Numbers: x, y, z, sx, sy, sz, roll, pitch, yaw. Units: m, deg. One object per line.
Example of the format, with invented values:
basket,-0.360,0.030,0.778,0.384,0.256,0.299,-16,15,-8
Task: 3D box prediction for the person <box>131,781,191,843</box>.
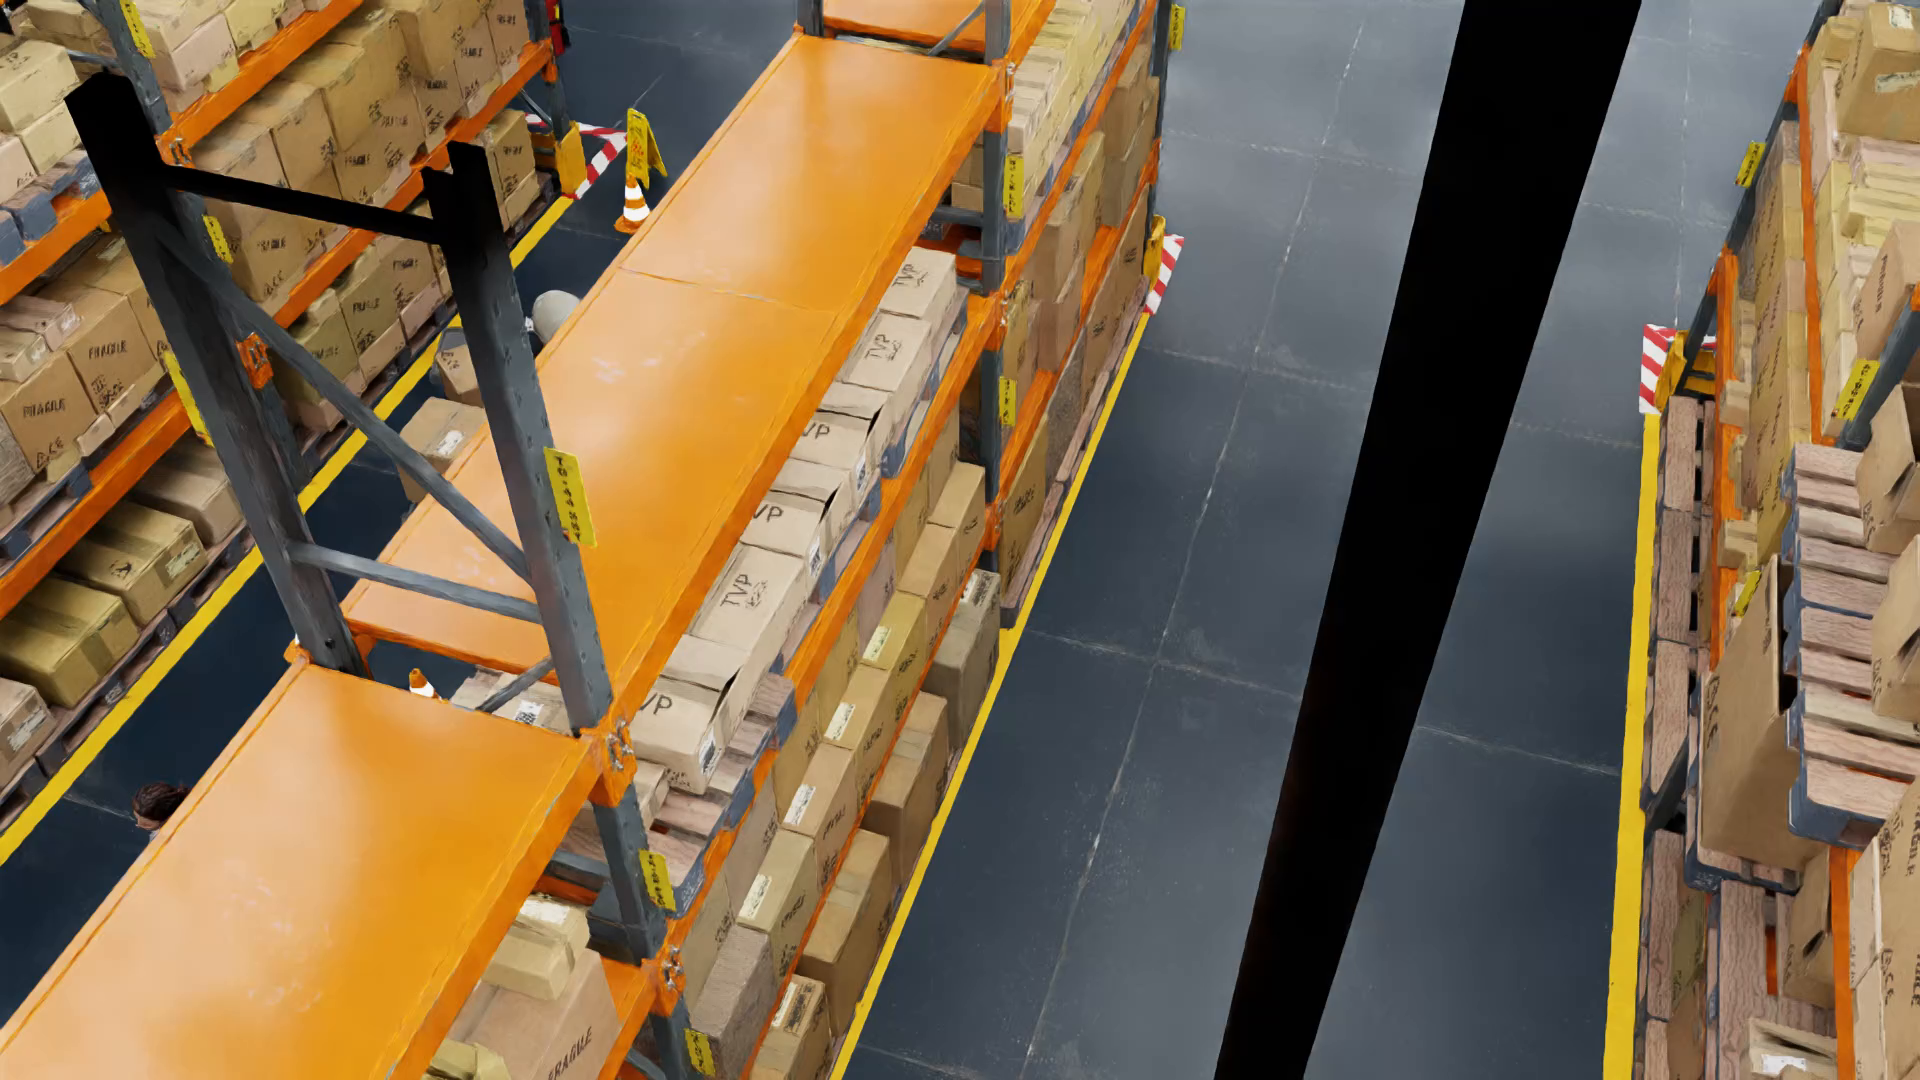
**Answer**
person,-3.776,1.778,8.274,0.432,1.586,0.496,-9,46,-9
